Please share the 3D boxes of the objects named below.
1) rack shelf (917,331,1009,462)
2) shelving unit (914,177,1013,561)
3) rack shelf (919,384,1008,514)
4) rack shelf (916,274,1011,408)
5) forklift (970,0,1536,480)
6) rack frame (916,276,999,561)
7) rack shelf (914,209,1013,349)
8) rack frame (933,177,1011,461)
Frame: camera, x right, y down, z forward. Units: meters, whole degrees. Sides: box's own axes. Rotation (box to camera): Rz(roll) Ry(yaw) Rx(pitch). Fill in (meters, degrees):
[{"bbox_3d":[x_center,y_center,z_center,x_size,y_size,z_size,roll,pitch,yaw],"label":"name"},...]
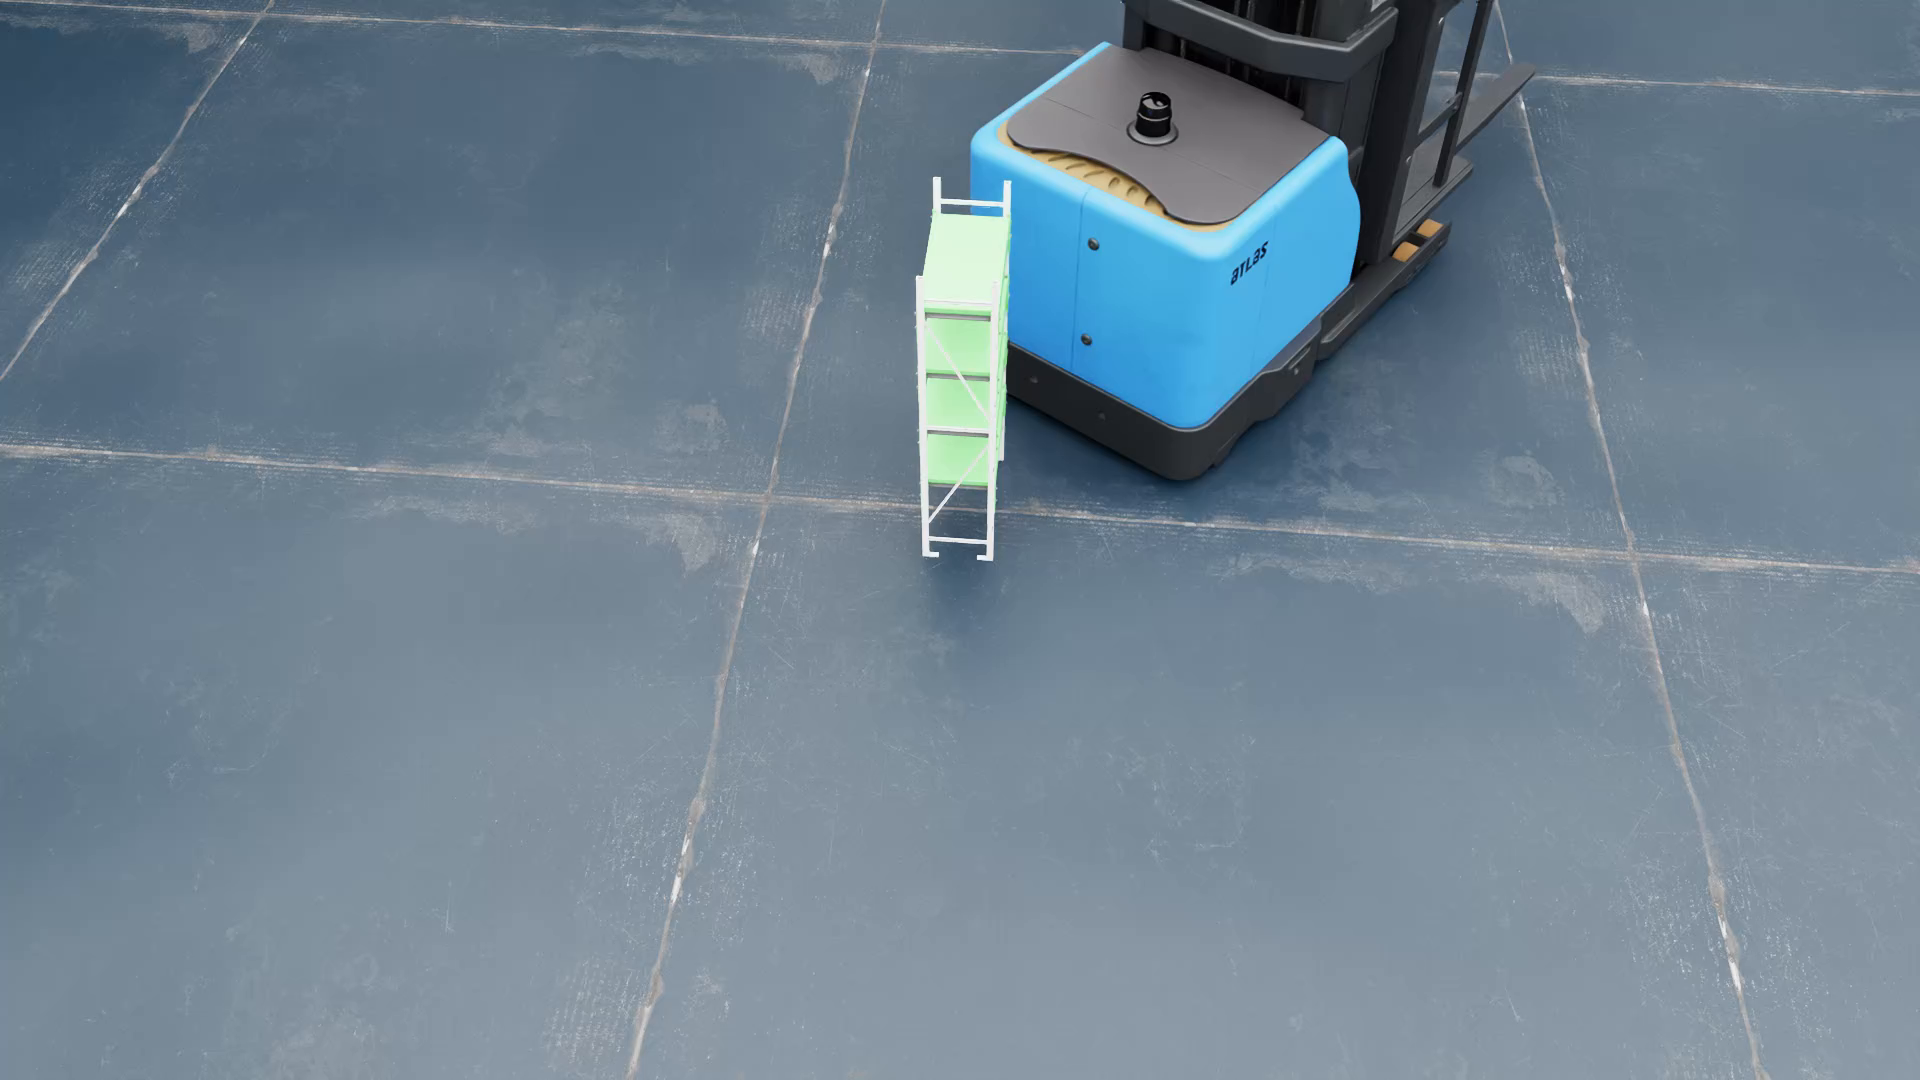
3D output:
[{"bbox_3d":[0.015,-0.483,5.466,0.258,0.148,0.480,4,48,4],"label":"rack shelf"},{"bbox_3d":[0.015,-0.527,5.419,0.258,1.200,0.503,4,48,4],"label":"shelving unit"},{"bbox_3d":[0.015,-0.321,5.643,0.258,0.148,0.480,4,48,4],"label":"rack shelf"},{"bbox_3d":[0.015,-0.645,5.289,0.258,0.148,0.480,4,48,4],"label":"rack shelf"},{"bbox_3d":[1.339,-2.228,5.801,1.130,2.935,3.031,31,55,25],"label":"forklift"},{"bbox_3d":[-0.007,-0.347,5.255,0.240,1.200,0.015,4,48,4],"label":"rack frame"},{"bbox_3d":[0.015,-0.807,5.111,0.258,0.148,0.480,4,48,4],"label":"rack shelf"},{"bbox_3d":[0.037,-0.706,5.583,0.240,1.200,0.015,4,48,4],"label":"rack frame"}]
